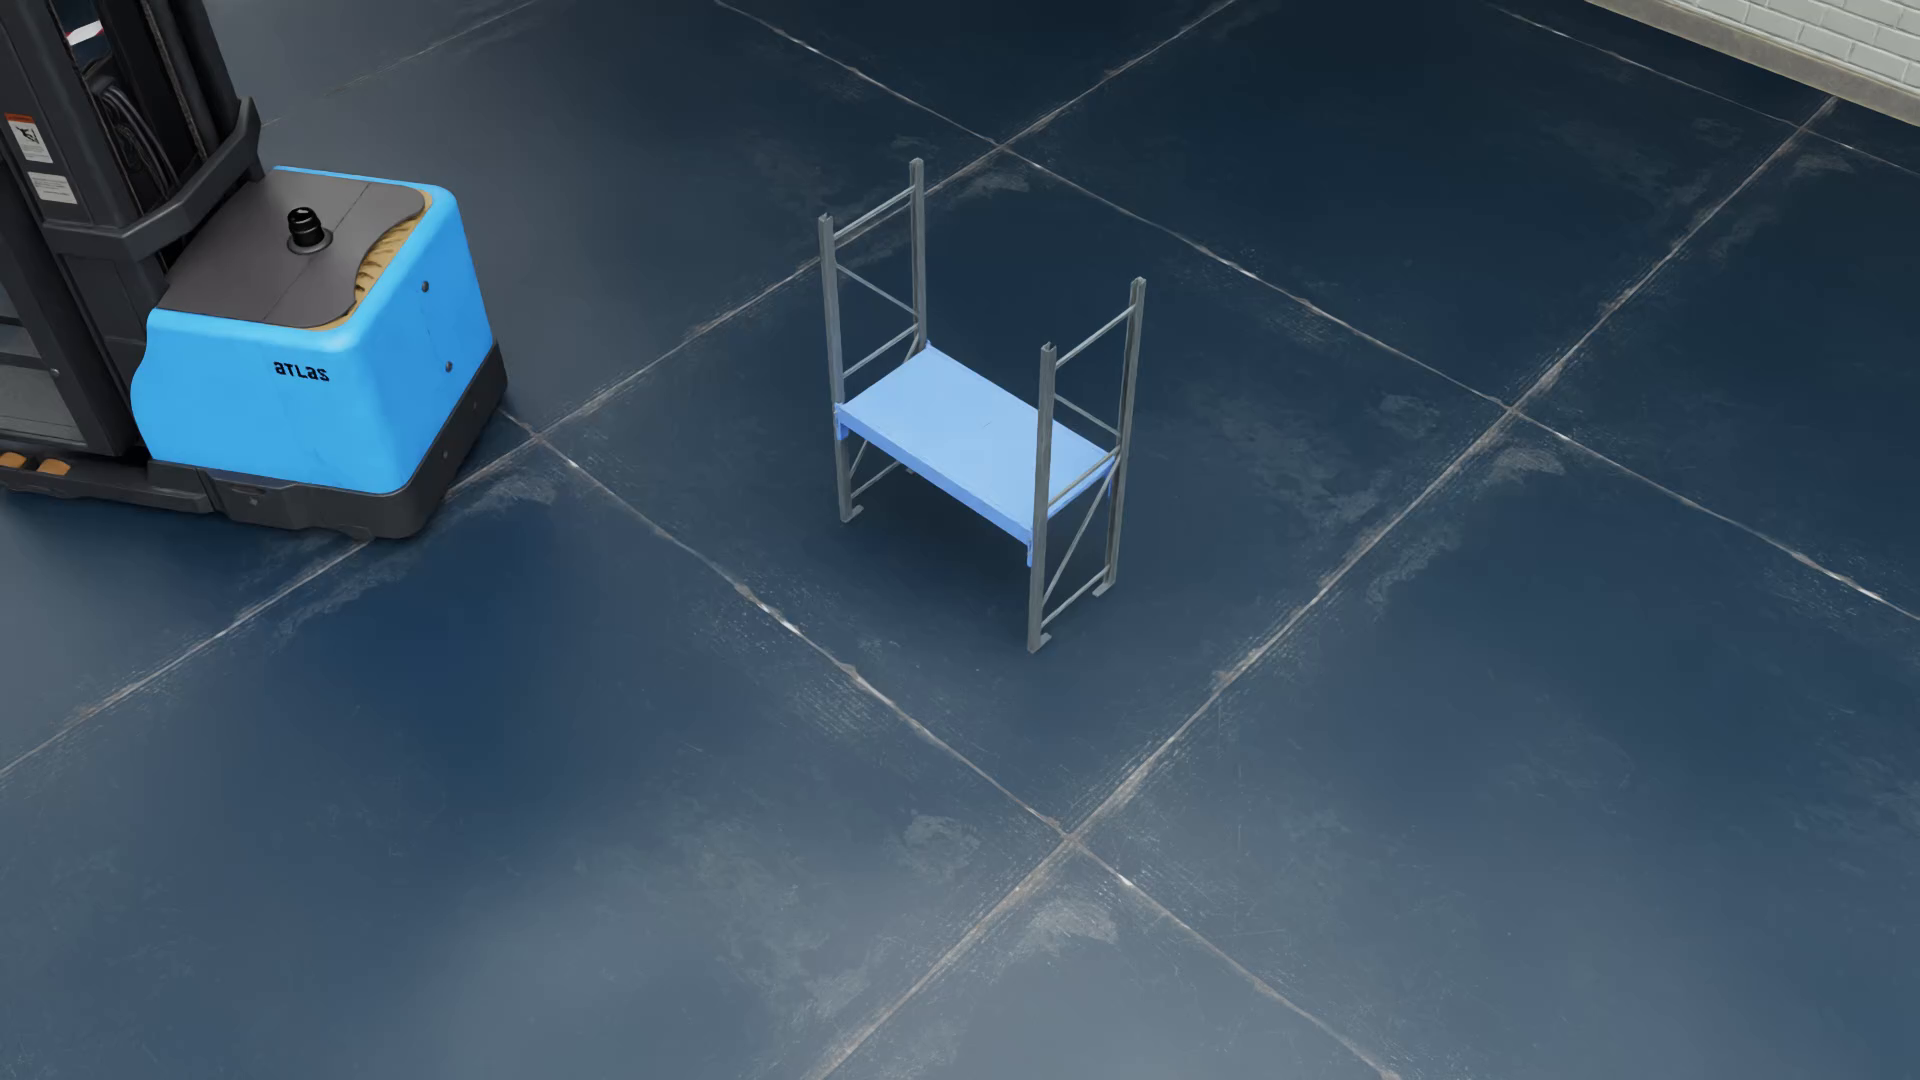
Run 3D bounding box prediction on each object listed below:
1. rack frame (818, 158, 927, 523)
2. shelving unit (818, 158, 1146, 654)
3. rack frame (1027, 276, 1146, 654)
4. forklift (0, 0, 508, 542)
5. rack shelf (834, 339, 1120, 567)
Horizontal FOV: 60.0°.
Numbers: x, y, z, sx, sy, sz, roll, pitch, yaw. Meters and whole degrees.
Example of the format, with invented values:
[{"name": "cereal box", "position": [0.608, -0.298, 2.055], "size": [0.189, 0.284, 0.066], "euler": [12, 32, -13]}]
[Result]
[{"name": "rack frame", "position": [-0.311, -0.723, 6.400], "size": [0.032, 1.500, 0.500], "euler": [34, 55, 28]}, {"name": "shelving unit", "position": [0.063, -0.471, 6.164], "size": [1.048, 1.500, 0.538], "euler": [34, 55, 28]}, {"name": "rack frame", "position": [0.436, -0.220, 5.928], "size": [0.032, 1.500, 0.500], "euler": [34, 55, 28]}, {"name": "forklift", "position": [-3.554, -1.545, 6.191], "size": [3.031, 2.935, 1.130], "euler": [9, 47, 8]}, {"name": "rack shelf", "position": [0.063, -0.348, 6.295], "size": [1.000, 0.185, 0.538], "euler": [34, 55, 28]}]
